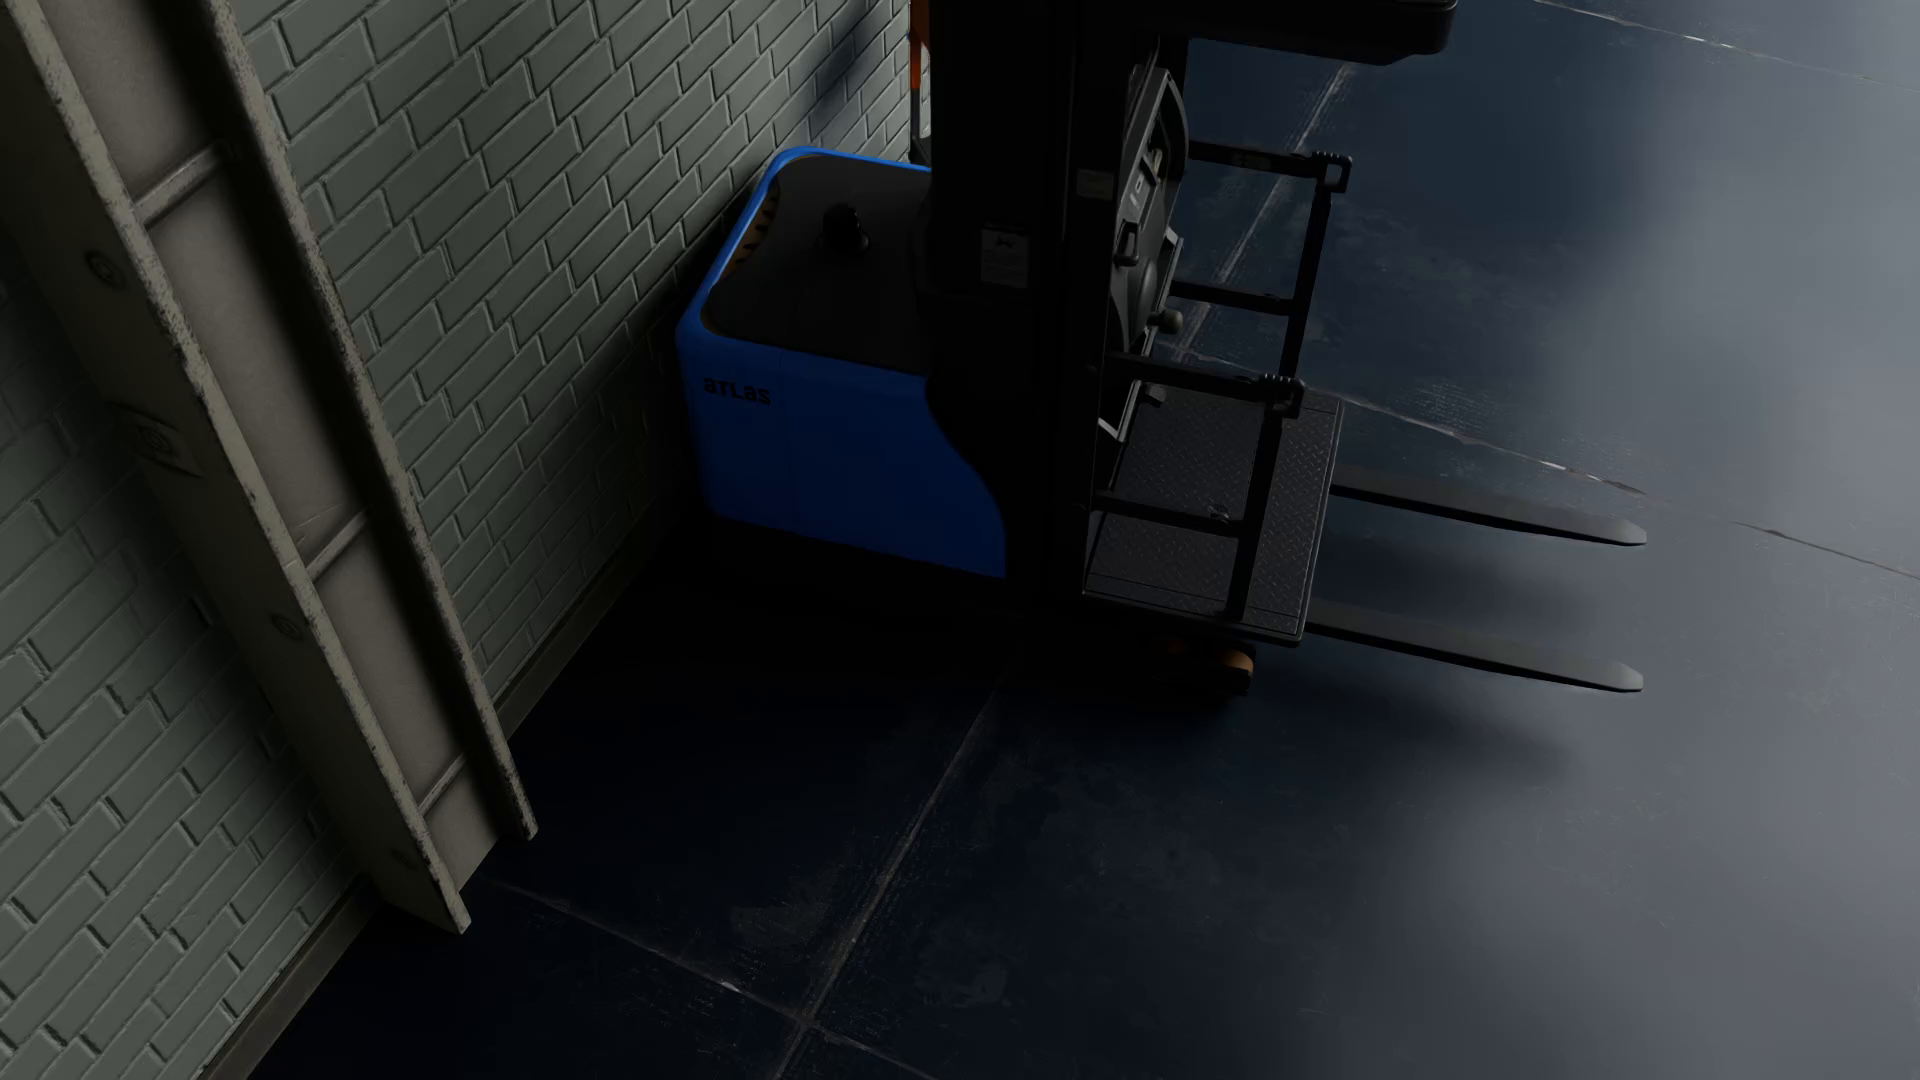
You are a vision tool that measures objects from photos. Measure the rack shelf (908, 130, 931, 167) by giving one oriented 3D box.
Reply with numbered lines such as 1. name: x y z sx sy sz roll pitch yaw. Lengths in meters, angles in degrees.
1. rack shelf: 0.082 -1.254 6.361 0.431 0.518 0.480 -15 50 -15

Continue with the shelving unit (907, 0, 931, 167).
1. shelving unit: 0.098 -1.729 5.829 0.431 2.100 0.503 -15 50 -15

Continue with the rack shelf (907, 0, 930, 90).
1. rack shelf: 0.097 -1.720 5.839 0.431 0.518 0.480 -15 50 -15

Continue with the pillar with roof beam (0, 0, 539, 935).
1. pillar with roof beam: 2.402 -0.563 0.321 9.100 9.000 0.400 20 52 16

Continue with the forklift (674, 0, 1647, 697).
1. forklift: 0.716 -0.904 4.595 3.031 2.935 1.130 12 51 10

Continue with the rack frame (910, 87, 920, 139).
1. rack frame: 0.011 -1.901 5.980 0.400 2.100 0.015 -15 50 -15
